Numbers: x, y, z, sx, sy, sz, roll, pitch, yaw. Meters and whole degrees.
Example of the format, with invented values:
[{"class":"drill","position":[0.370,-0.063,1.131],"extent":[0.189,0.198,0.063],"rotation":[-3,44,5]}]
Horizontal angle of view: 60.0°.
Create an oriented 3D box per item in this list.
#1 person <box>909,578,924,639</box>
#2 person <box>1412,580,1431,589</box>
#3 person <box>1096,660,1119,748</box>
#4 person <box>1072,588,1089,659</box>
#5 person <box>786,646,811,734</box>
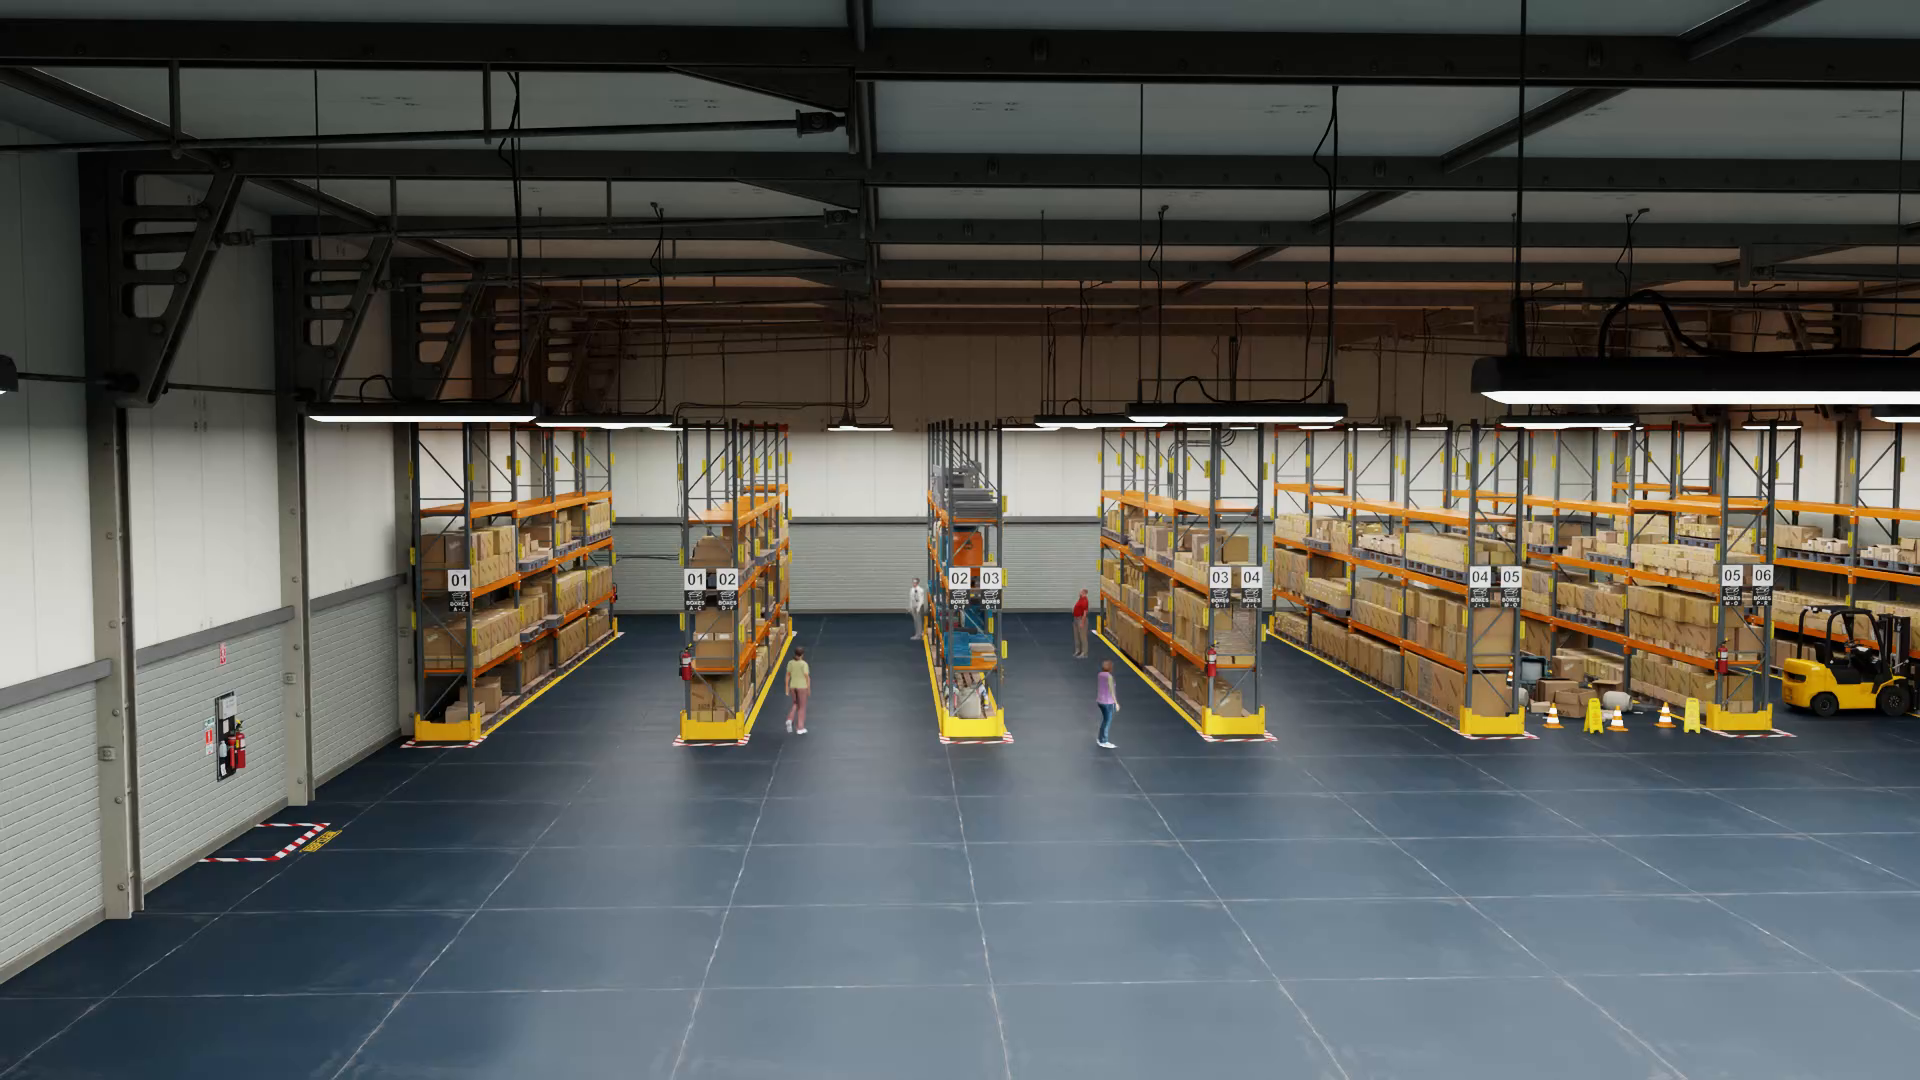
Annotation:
[{"class":"person","position":[-1.188,1.845,44.958],"extent":[0.380,1.683,0.509],"rotation":[-3,5,-39]},{"class":"person","position":[13.777,1.674,49.470],"extent":[0.653,1.781,0.430],"rotation":[1,4,12]},{"class":"person","position":[2.684,3.009,30.354],"extent":[0.331,1.636,0.501],"rotation":[-1,4,-21]},{"class":"person","position":[2.992,2.055,41.253],"extent":[0.403,1.729,0.583],"rotation":[-2,4,-24]},{"class":"person","position":[-3.070,2.851,31.641],"extent":[0.481,1.664,0.480],"rotation":[2,4,30]}]
